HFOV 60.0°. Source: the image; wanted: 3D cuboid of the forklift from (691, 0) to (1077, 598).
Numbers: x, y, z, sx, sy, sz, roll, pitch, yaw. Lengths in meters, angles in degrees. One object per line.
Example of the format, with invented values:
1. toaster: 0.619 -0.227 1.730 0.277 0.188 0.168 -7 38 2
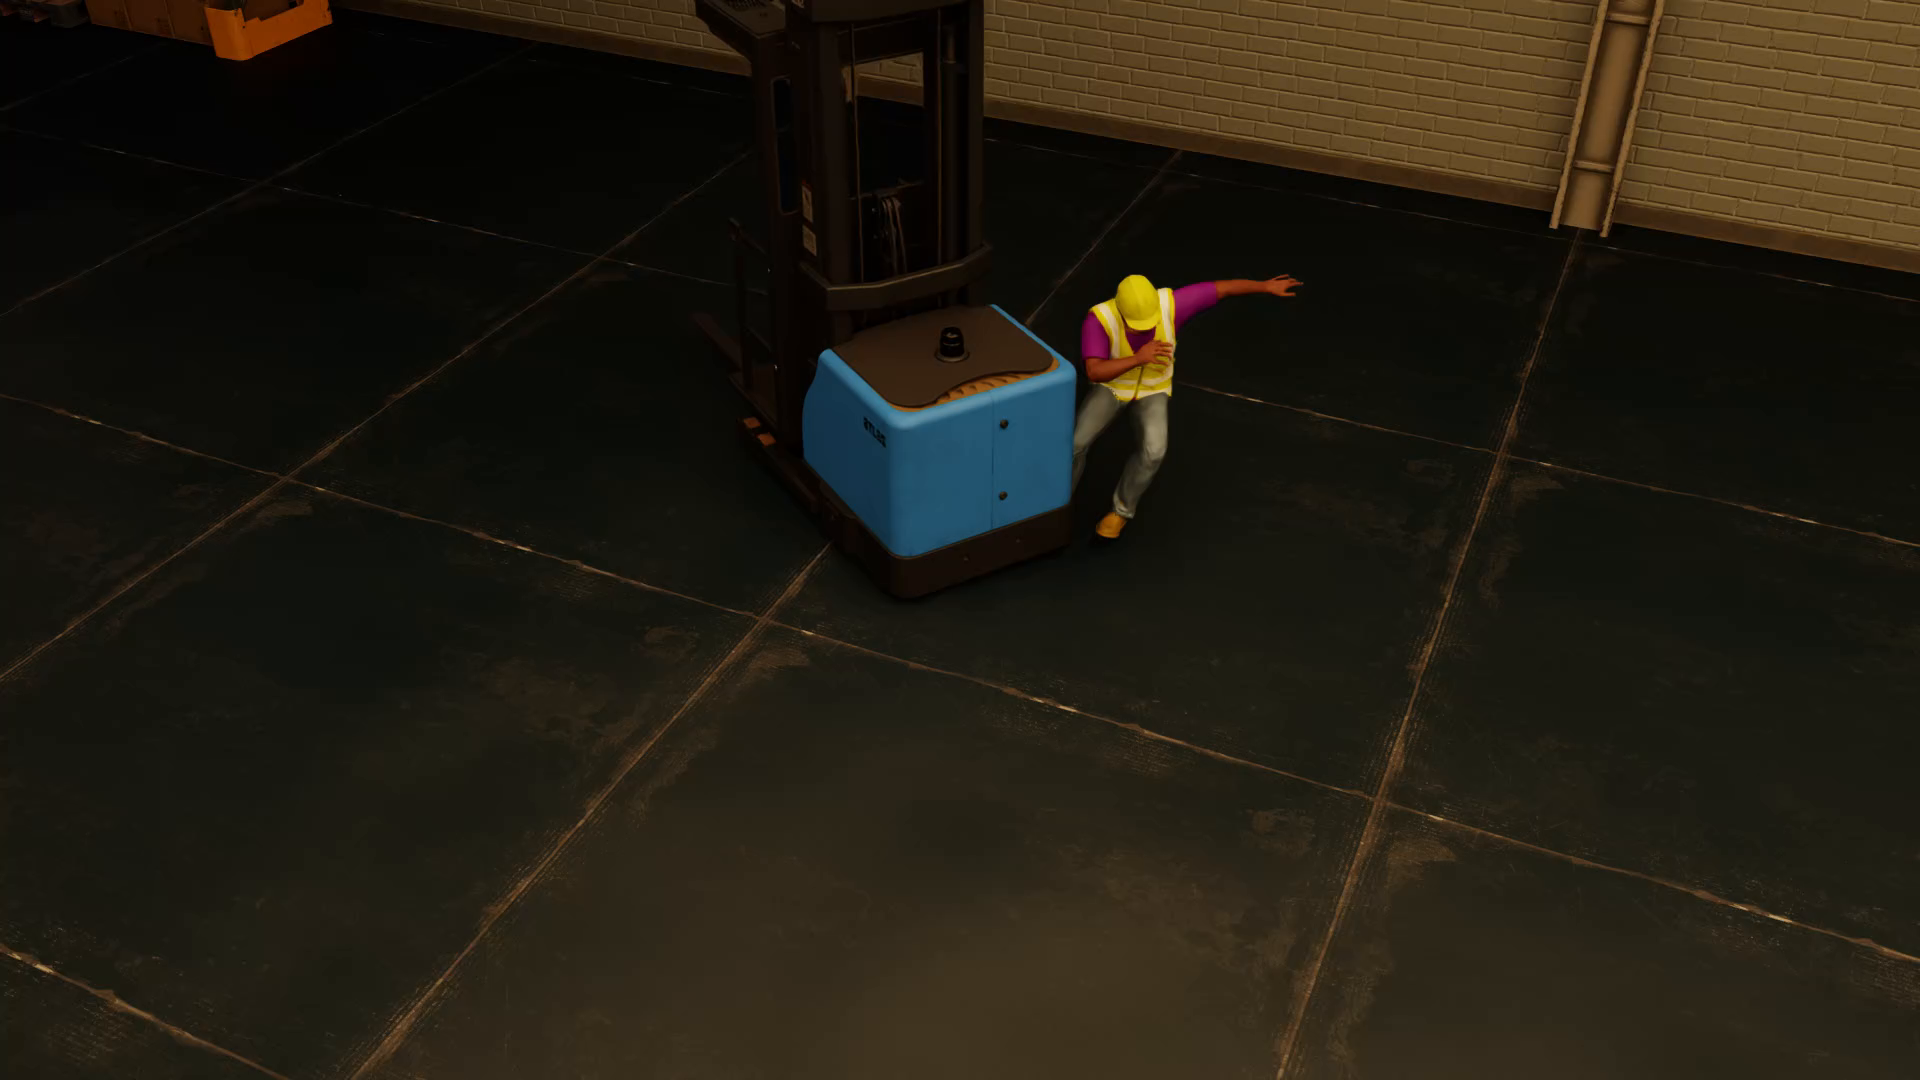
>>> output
1. forklift: -0.599 -1.741 8.527 1.130 2.935 3.031 -19 40 -24

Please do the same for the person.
1. person: 1.040 -0.727 8.430 1.427 1.431 0.726 -2 36 -3
